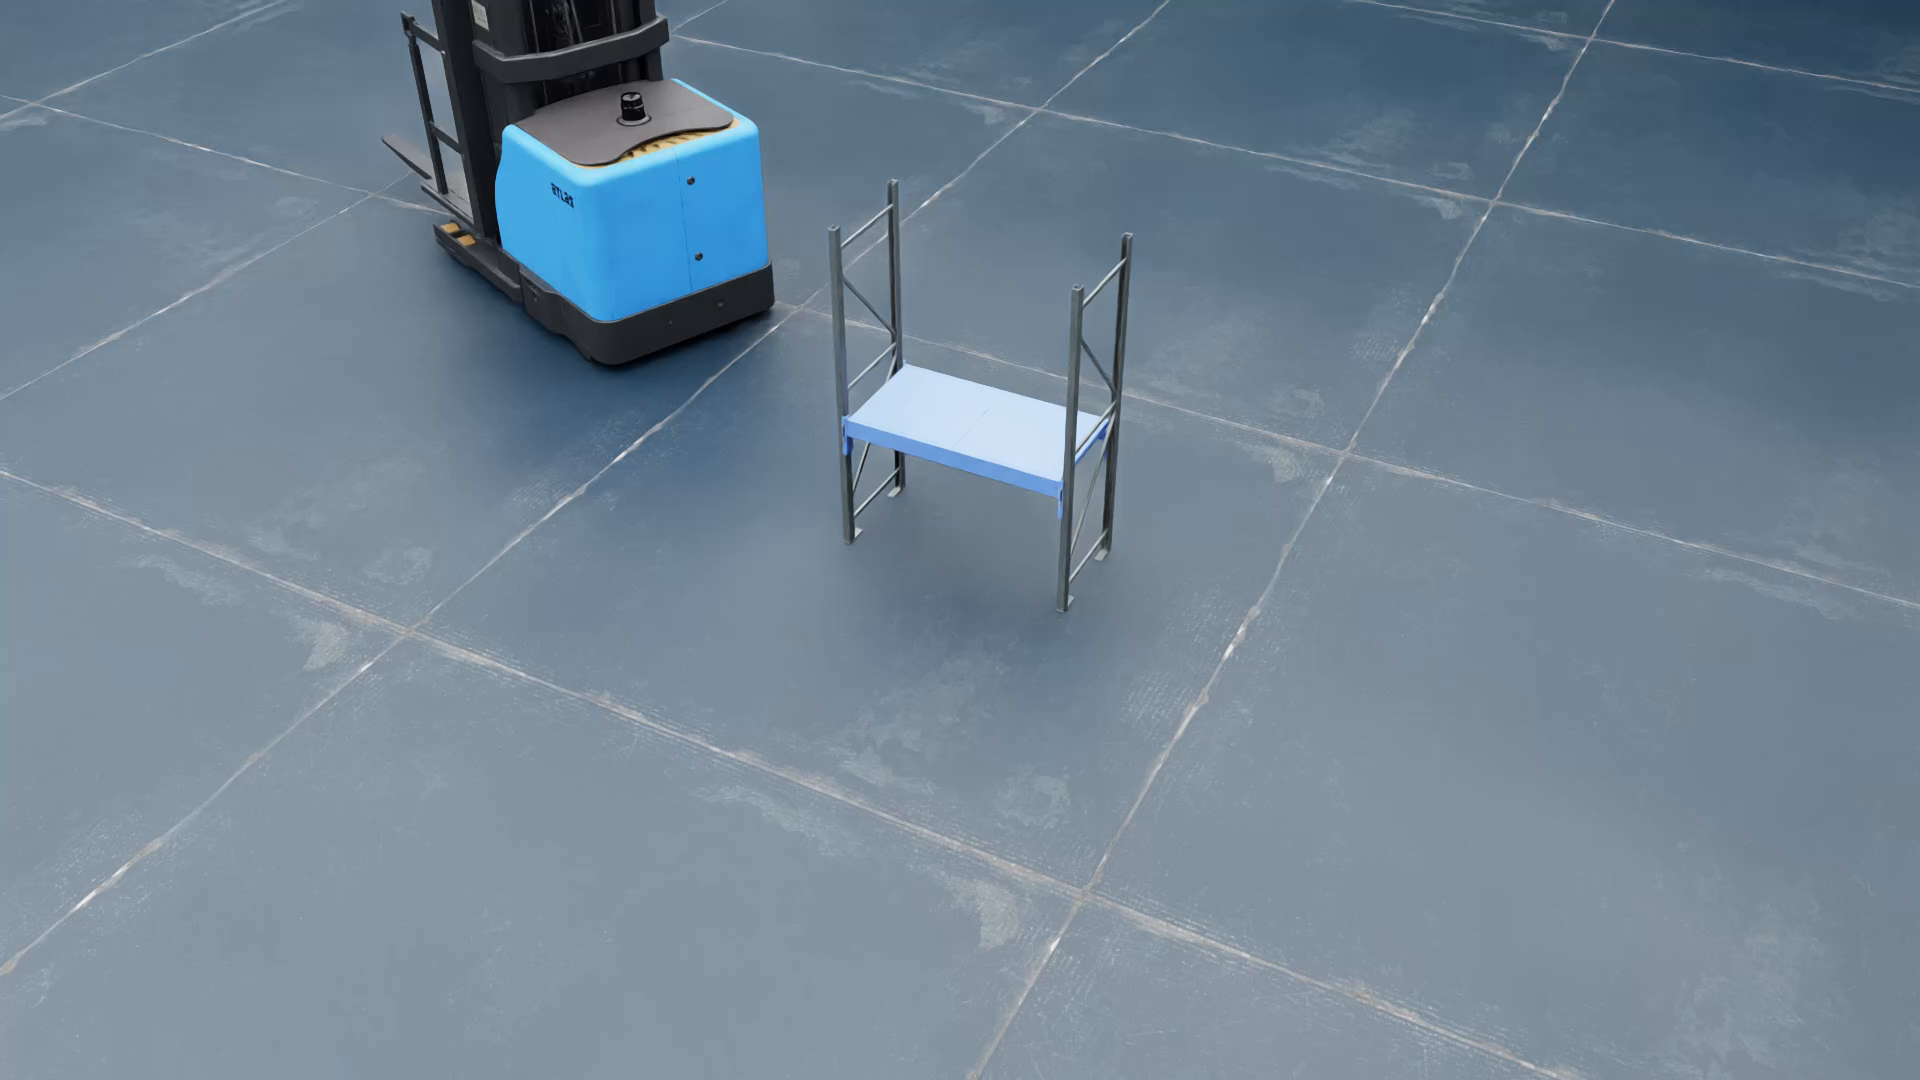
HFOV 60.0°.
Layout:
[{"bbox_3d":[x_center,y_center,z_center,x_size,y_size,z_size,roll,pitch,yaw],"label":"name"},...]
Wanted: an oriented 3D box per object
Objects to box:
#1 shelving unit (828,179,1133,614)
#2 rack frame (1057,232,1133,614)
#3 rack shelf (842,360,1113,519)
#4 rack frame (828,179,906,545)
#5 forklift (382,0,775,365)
[{"bbox_3d":[0.076,-0.574,6.765,1.048,1.500,0.538,17,41,21],"label":"shelving unit"},{"bbox_3d":[0.527,-0.432,6.579,0.032,1.500,0.500,17,41,21],"label":"rack frame"},{"bbox_3d":[0.076,-0.430,6.874,1.000,0.185,0.538,17,41,21],"label":"rack shelf"},{"bbox_3d":[-0.376,-0.715,6.952,0.032,1.500,0.500,17,41,21],"label":"rack frame"},{"bbox_3d":[-2.301,-2.865,8.600,1.130,2.935,3.031,-26,44,-30],"label":"forklift"}]
